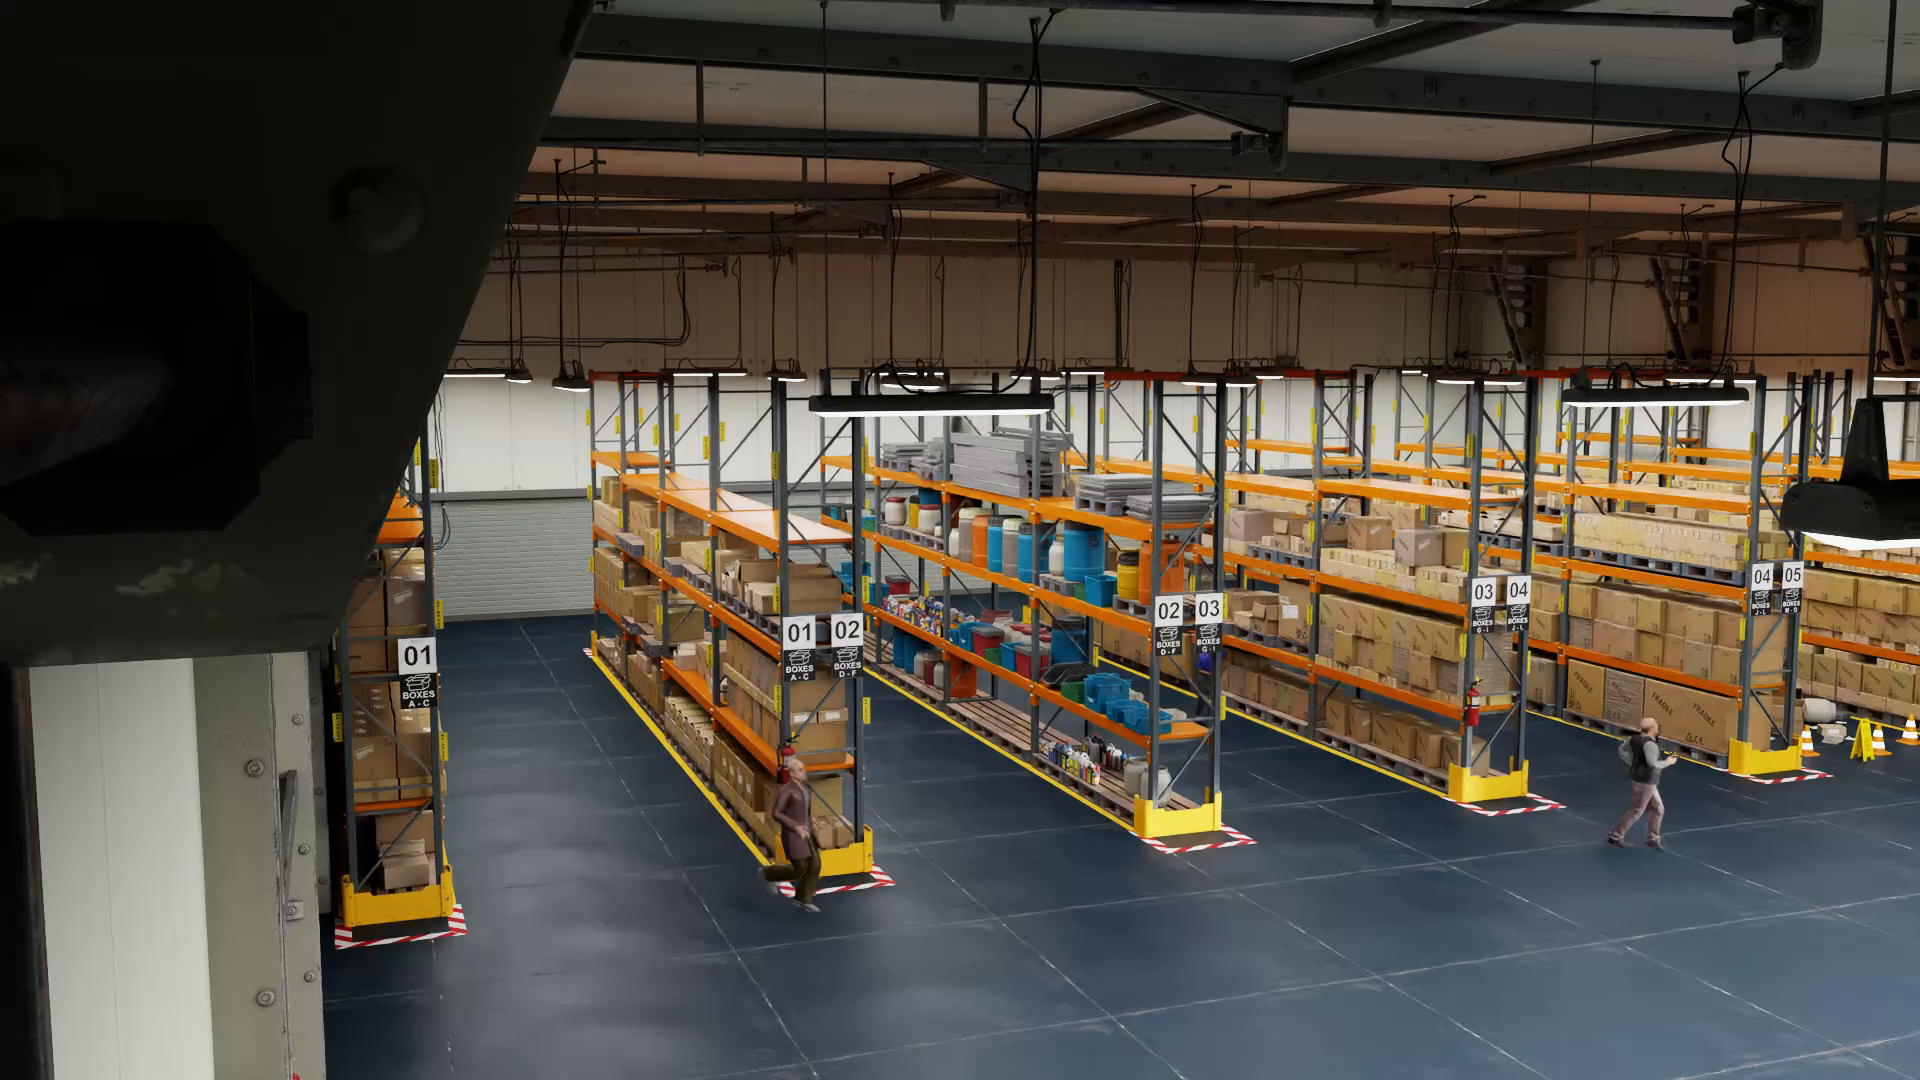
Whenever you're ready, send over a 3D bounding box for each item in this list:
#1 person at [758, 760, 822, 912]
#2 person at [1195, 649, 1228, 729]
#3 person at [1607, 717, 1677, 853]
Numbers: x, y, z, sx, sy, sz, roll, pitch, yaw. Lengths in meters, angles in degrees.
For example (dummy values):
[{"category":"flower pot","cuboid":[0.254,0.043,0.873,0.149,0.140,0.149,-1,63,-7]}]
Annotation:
[{"category":"person","cuboid":[-1.925,3.374,19.017,0.761,1.766,0.723,3,7,23]},{"category":"person","cuboid":[4.242,2.453,28.221,0.614,1.576,0.960,-1,7,-12]},{"category":"person","cuboid":[8.658,3.138,21.101,0.782,1.790,0.626,1,6,9]}]
